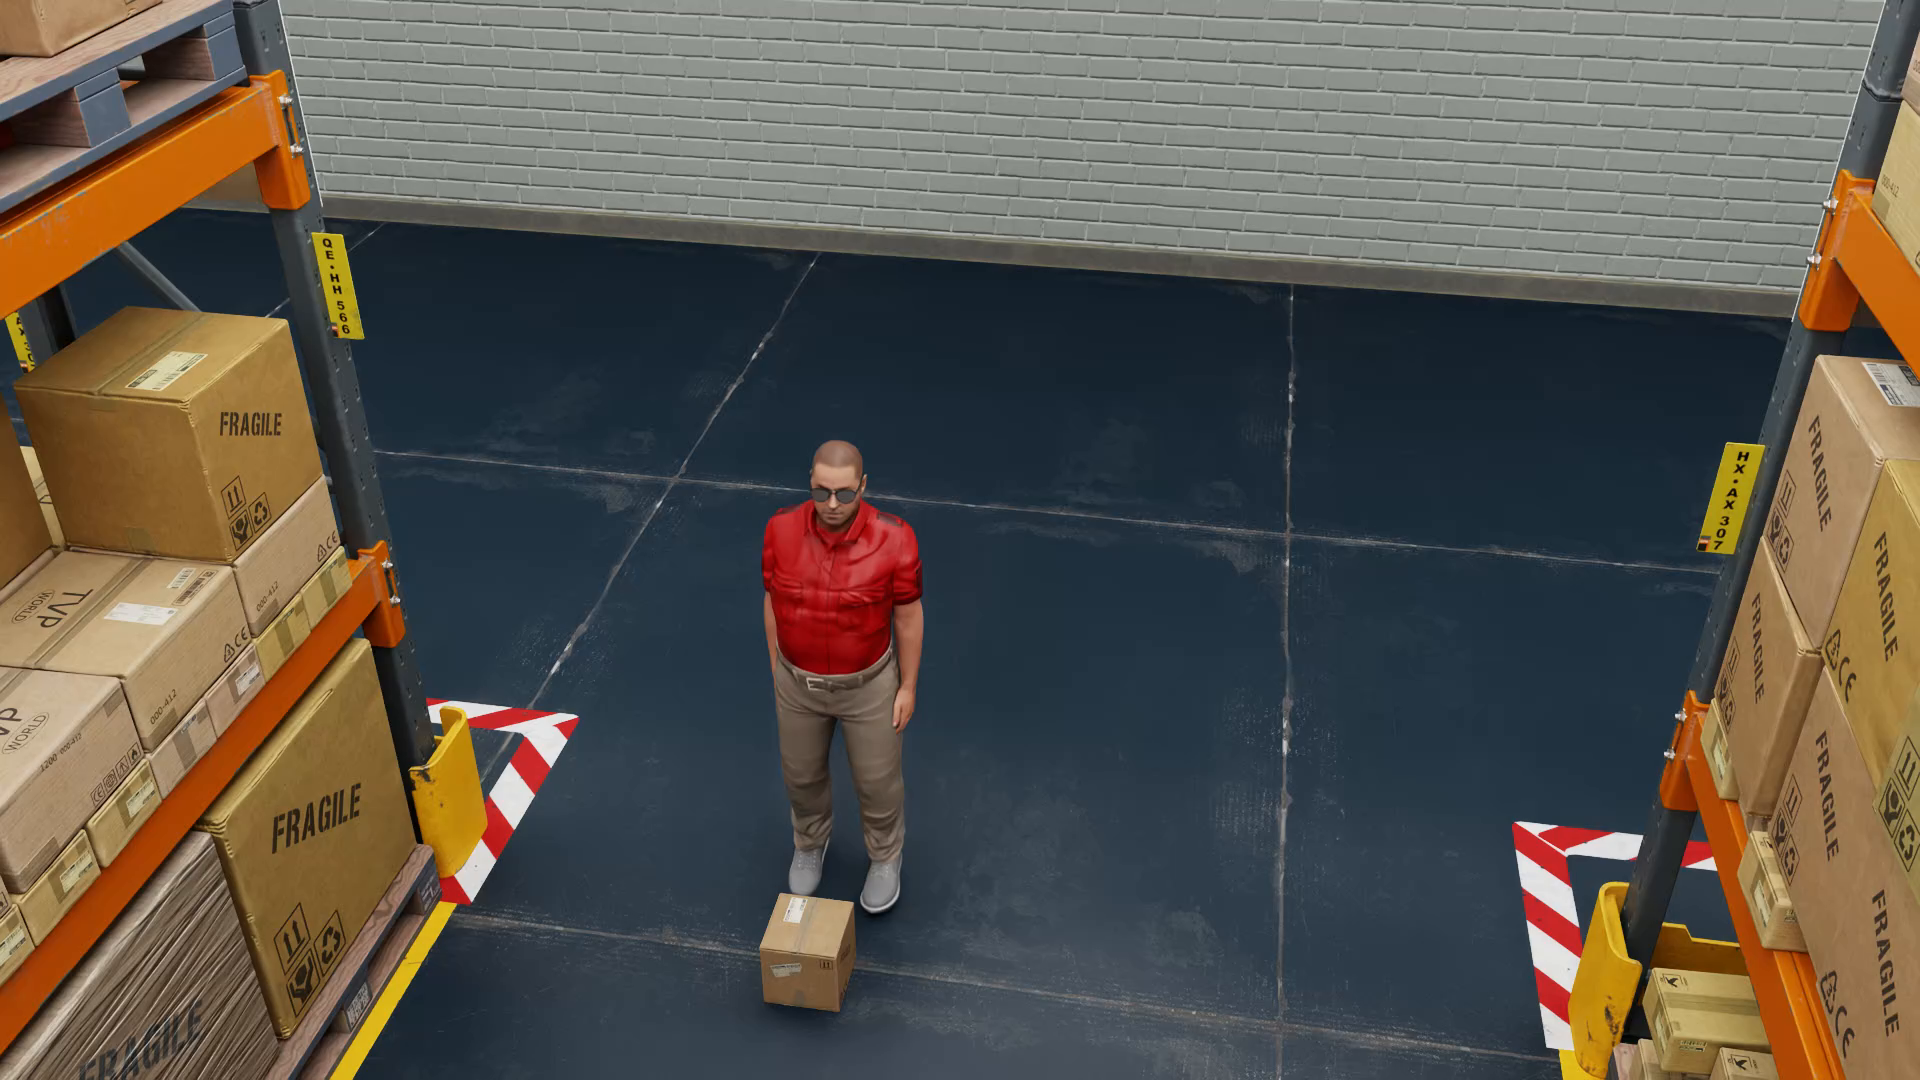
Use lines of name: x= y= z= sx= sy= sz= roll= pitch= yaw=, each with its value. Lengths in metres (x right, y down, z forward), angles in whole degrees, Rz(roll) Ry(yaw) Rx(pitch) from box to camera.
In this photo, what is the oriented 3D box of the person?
person: x=-0.384 y=0.478 z=5.428 sx=0.527 sy=1.753 sz=0.367 roll=6 pitch=33 yaw=9
